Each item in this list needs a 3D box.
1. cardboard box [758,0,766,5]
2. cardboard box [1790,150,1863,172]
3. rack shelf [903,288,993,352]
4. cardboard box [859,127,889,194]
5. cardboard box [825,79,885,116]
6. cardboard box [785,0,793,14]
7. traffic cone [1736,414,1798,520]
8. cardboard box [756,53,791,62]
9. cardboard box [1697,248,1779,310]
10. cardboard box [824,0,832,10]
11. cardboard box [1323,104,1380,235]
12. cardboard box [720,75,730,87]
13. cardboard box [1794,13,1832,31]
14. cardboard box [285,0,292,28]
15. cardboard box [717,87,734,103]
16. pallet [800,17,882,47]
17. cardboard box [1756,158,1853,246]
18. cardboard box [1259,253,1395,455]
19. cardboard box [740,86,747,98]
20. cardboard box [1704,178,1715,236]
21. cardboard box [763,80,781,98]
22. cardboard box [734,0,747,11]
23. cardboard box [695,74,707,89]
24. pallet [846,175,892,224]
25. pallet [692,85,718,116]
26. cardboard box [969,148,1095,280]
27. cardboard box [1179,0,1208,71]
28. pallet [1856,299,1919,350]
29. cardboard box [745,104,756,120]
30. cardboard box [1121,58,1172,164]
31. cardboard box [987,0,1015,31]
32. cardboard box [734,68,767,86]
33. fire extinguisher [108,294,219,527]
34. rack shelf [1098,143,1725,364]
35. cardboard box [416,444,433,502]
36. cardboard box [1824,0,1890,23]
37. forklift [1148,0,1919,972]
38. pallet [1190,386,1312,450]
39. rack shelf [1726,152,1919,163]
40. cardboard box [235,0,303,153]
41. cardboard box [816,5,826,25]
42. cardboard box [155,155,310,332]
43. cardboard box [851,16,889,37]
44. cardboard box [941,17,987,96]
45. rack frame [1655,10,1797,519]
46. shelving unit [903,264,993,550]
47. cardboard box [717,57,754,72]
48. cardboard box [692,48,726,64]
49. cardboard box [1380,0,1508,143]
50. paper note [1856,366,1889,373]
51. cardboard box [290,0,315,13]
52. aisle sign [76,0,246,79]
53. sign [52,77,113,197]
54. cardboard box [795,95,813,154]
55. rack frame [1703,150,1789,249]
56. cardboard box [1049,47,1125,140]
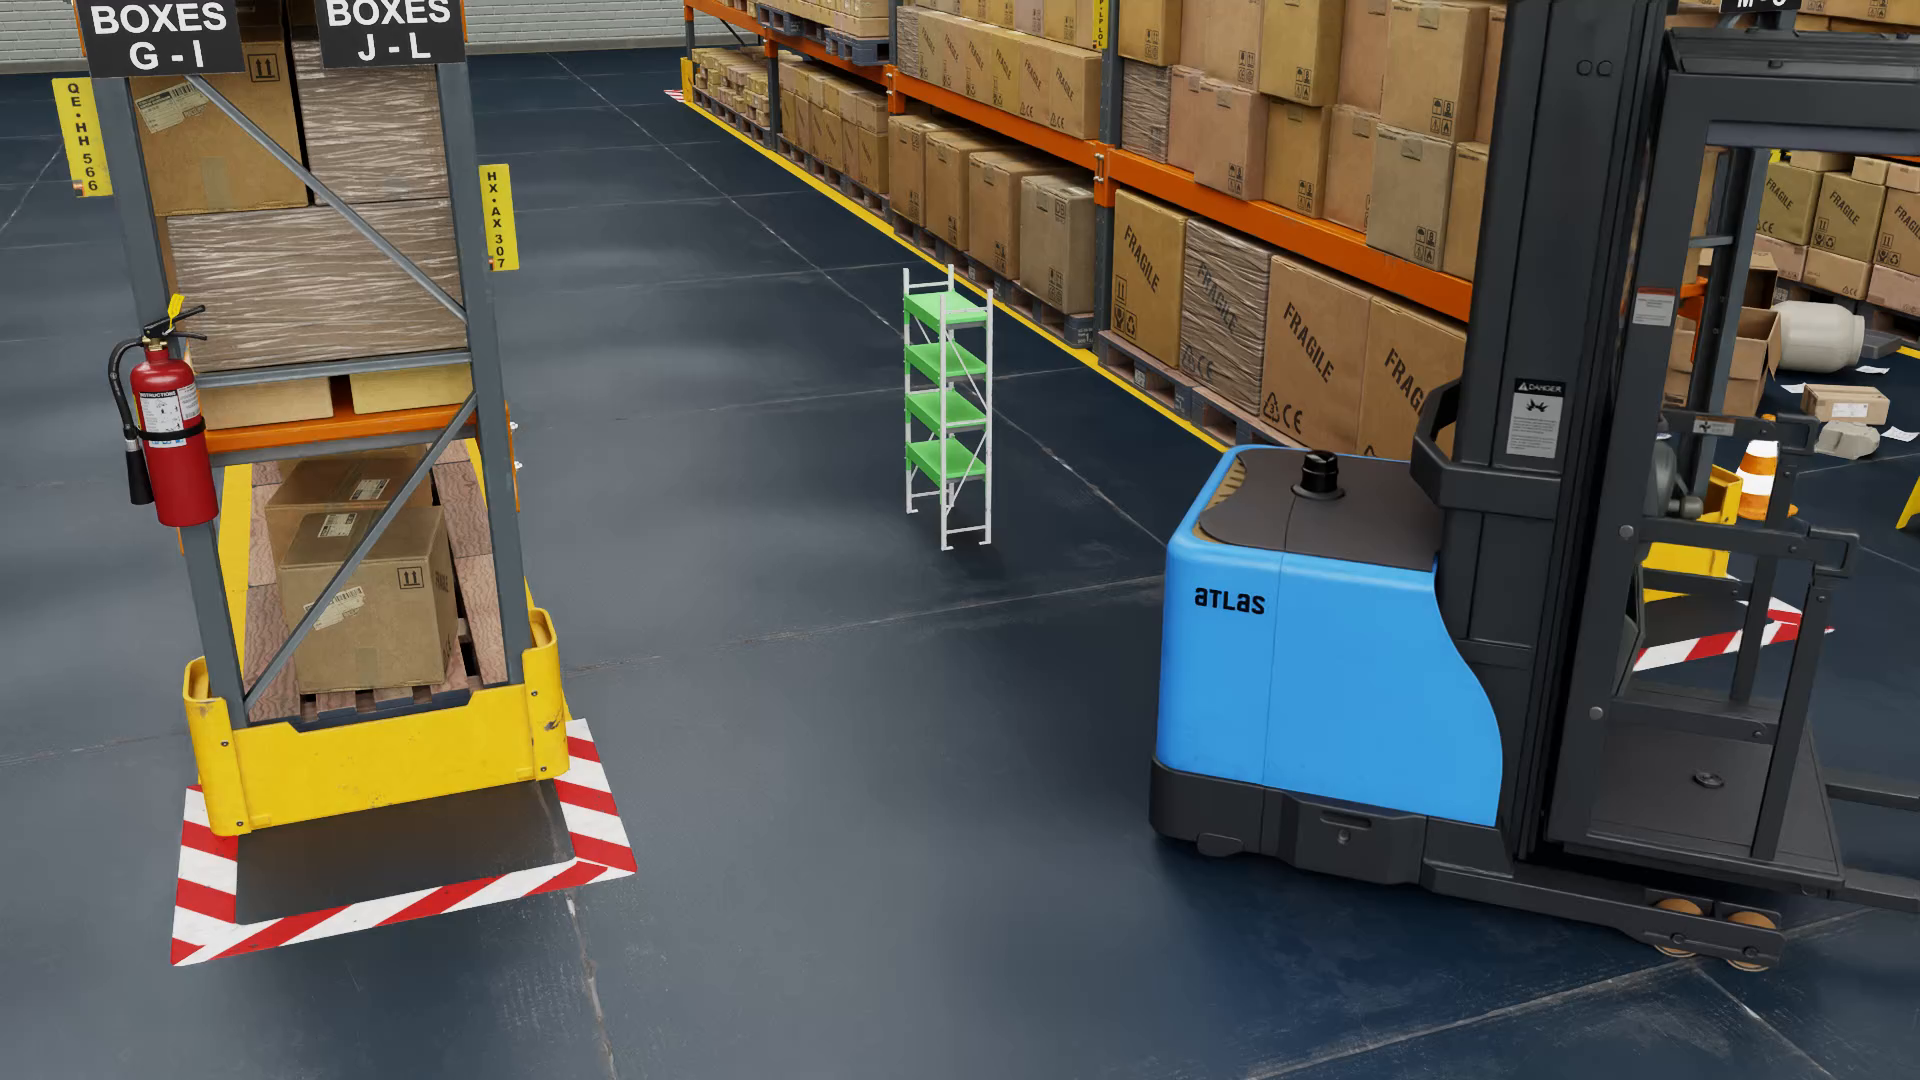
[{"bbox_3d":[-1.790,-5.395,16.470,0.380,0.149,0.250,-10,25,-22],"label":"cardboard box"},{"bbox_3d":[5.867,-2.598,11.251,0.380,0.149,0.250,-8,24,-18],"label":"cardboard box"},{"bbox_3d":[-0.058,-0.996,7.498,0.258,0.148,0.480,-8,24,-19],"label":"rack shelf"},{"bbox_3d":[-0.562,-3.315,14.430,0.500,0.500,0.500,-8,24,-19],"label":"cardboard box"},{"bbox_3d":[-0.926,-4.038,15.181,0.500,0.250,0.500,-8,24,-18],"label":"cardboard box"},{"bbox_3d":[-1.424,-5.020,15.580,0.380,0.149,0.250,-9,25,-21],"label":"cardboard box"},{"bbox_3d":[3.882,-0.382,8.060,0.336,0.463,0.334,-8,24,-19],"label":"traffic cone"},{"bbox_3d":[-2.210,-5.694,19.762,0.380,0.149,0.250,-9,25,-21],"label":"cardboard box"},{"bbox_3d":[5.028,-1.605,10.912,0.500,0.500,0.500,8,24,18],"label":"cardboard box"},{"bbox_3d":[-0.965,-4.685,14.402,0.380,0.149,0.250,-8,24,-19],"label":"cardboard box"},{"bbox_3d":[2.272,-1.778,7.914,0.875,0.550,0.550,-8,24,-19],"label":"cardboard box"},{"bbox_3d":[-2.582,-5.392,19.428,0.380,0.149,0.250,-10,25,-22],"label":"cardboard box"},{"bbox_3d":[5.818,-3.317,11.247,0.500,0.500,0.500,-8,24,-19],"label":"cardboard box"},{"bbox_3d":[-3.498,-2.750,9.100,1.000,1.000,1.000,-8,24,-19],"label":"cardboard box"},{"bbox_3d":[-2.589,-5.159,19.258,0.380,0.149,0.250,-10,25,-22],"label":"cardboard box"},{"bbox_3d":[-0.823,-4.695,15.274,1.003,0.211,1.213,-8,24,-19],"label":"pallet"},{"bbox_3d":[5.879,-2.353,11.504,0.500,0.500,0.500,-7,24,-16],"label":"cardboard box"},{"bbox_3d":[2.127,-0.934,8.299,0.875,0.875,0.875,-9,24,-20],"label":"cardboard box"},{"bbox_3d":[-2.231,-4.997,18.490,0.380,0.149,0.250,-8,24,-18],"label":"cardboard box"},{"bbox_3d":[5.735,-2.505,12.674,0.950,0.372,0.625,-8,24,-18],"label":"cardboard box"},{"bbox_3d":[-1.868,-4.771,17.571,0.380,0.149,0.250,-8,24,-17],"label":"cardboard box"},{"bbox_3d":[-2.242,-5.855,18.102,0.380,0.149,0.250,-9,25,-21],"label":"cardboard box"},{"bbox_3d":[-3.026,-5.622,20.357,0.380,0.149,0.250,-8,24,-18],"label":"cardboard box"},{"bbox_3d":[-0.360,-3.069,14.759,1.003,0.211,1.213,-8,24,-19],"label":"pallet"},{"bbox_3d":[-2.631,-5.364,20.204,1.003,0.211,1.213,-8,24,-19],"label":"pallet"},{"bbox_3d":[0.687,-2.337,11.789,1.050,0.750,0.750,-8,24,-19],"label":"cardboard box"},{"bbox_3d":[1.729,-2.860,9.091,0.875,0.550,0.550,-8,24,-19],"label":"cardboard box"},{"bbox_3d":[6.628,-1.364,10.715,1.003,0.211,1.213,-8,24,-19],"label":"pallet"},{"bbox_3d":[-2.123,-4.692,18.149,0.380,0.149,0.250,-9,25,-21],"label":"cardboard box"},{"bbox_3d":[1.469,-2.553,9.752,0.875,0.550,0.550,-8,24,-19],"label":"cardboard box"},{"bbox_3d":[0.608,-3.857,11.622,0.700,0.500,0.500,-9,24,-20],"label":"cardboard box"},{"bbox_3d":[-2.290,-5.138,18.443,0.380,0.149,0.250,-10,25,-22],"label":"cardboard box"},{"bbox_3d":[-2.326,-0.379,4.886,0.296,0.674,0.183,-8,24,-19],"label":"fire extinguisher"},{"bbox_3d":[2.034,-1.558,8.511,1.077,0.370,4.000,-8,24,-19],"label":"rack shelf"},{"bbox_3d":[-2.742,-0.441,7.613,0.500,0.500,0.500,-11,25,-24],"label":"cardboard box"},{"bbox_3d":[6.035,-3.598,10.625,0.700,0.500,0.500,-8,24,-19],"label":"cardboard box"},{"bbox_3d":[2.186,-0.339,4.781,3.031,2.935,1.130,8,24,18],"label":"forklift"},{"bbox_3d":[1.958,-0.600,8.902,1.003,0.211,1.213,-8,24,-19],"label":"pallet"},{"bbox_3d":[6.629,-2.274,10.209,1.077,0.370,4.000,-8,24,-19],"label":"rack shelf"},{"bbox_3d":[-2.717,-1.692,6.103,0.500,0.500,0.500,-8,24,-19],"label":"cardboard box"},{"bbox_3d":[-1.048,-4.636,14.670,0.380,0.149,0.250,-9,25,-21],"label":"cardboard box"},{"bbox_3d":[-2.393,-1.071,5.917,0.875,0.500,0.500,-8,24,-19],"label":"cardboard box"},{"bbox_3d":[-0.690,-4.264,13.787,0.380,0.149,0.250,-8,24,-18],"label":"cardboard box"},{"bbox_3d":[0.181,-3.548,12.177,0.500,0.500,0.500,-8,24,-19],"label":"cardboard box"},{"bbox_3d":[2.741,-1.163,6.647,1.000,3.000,0.127,-8,24,-19],"label":"rack frame"},{"bbox_3d":[-0.058,-0.613,7.660,0.258,1.200,0.503,-8,24,-19],"label":"shelving unit"},{"bbox_3d":[-2.611,-5.520,19.348,0.380,0.149,0.250,-7,24,-17],"label":"cardboard box"},{"bbox_3d":[-3.044,-5.893,20.235,0.380,0.149,0.250,-10,25,-21],"label":"cardboard box"},{"bbox_3d":[2.365,-2.057,7.185,0.875,0.550,0.550,-8,24,-19],"label":"cardboard box"},{"bbox_3d":[5.599,-1.049,10.200,0.142,0.019,0.148,-18,29,-37],"label":"paper note"},{"bbox_3d":[-2.222,-1.764,6.275,0.500,0.500,0.500,-8,24,-19],"label":"cardboard box"},{"bbox_3d":[-2.194,-1.653,4.464,0.394,0.787,0.004,-8,24,-19],"label":"aisle sign"},{"bbox_3d":[-2.461,-1.129,4.670,0.100,0.325,0.005,-8,24,-19],"label":"sign"},{"bbox_3d":[-1.297,-4.068,16.217,0.500,0.500,0.500,-7,24,-17],"label":"cardboard box"},{"bbox_3d":[5.923,-3.332,11.794,1.000,3.000,0.127,-8,24,-19],"label":"rack frame"},{"bbox_3d":[0.893,-2.815,10.439,0.500,0.500,0.500,-8,24,-19],"label":"cardboard box"}]
